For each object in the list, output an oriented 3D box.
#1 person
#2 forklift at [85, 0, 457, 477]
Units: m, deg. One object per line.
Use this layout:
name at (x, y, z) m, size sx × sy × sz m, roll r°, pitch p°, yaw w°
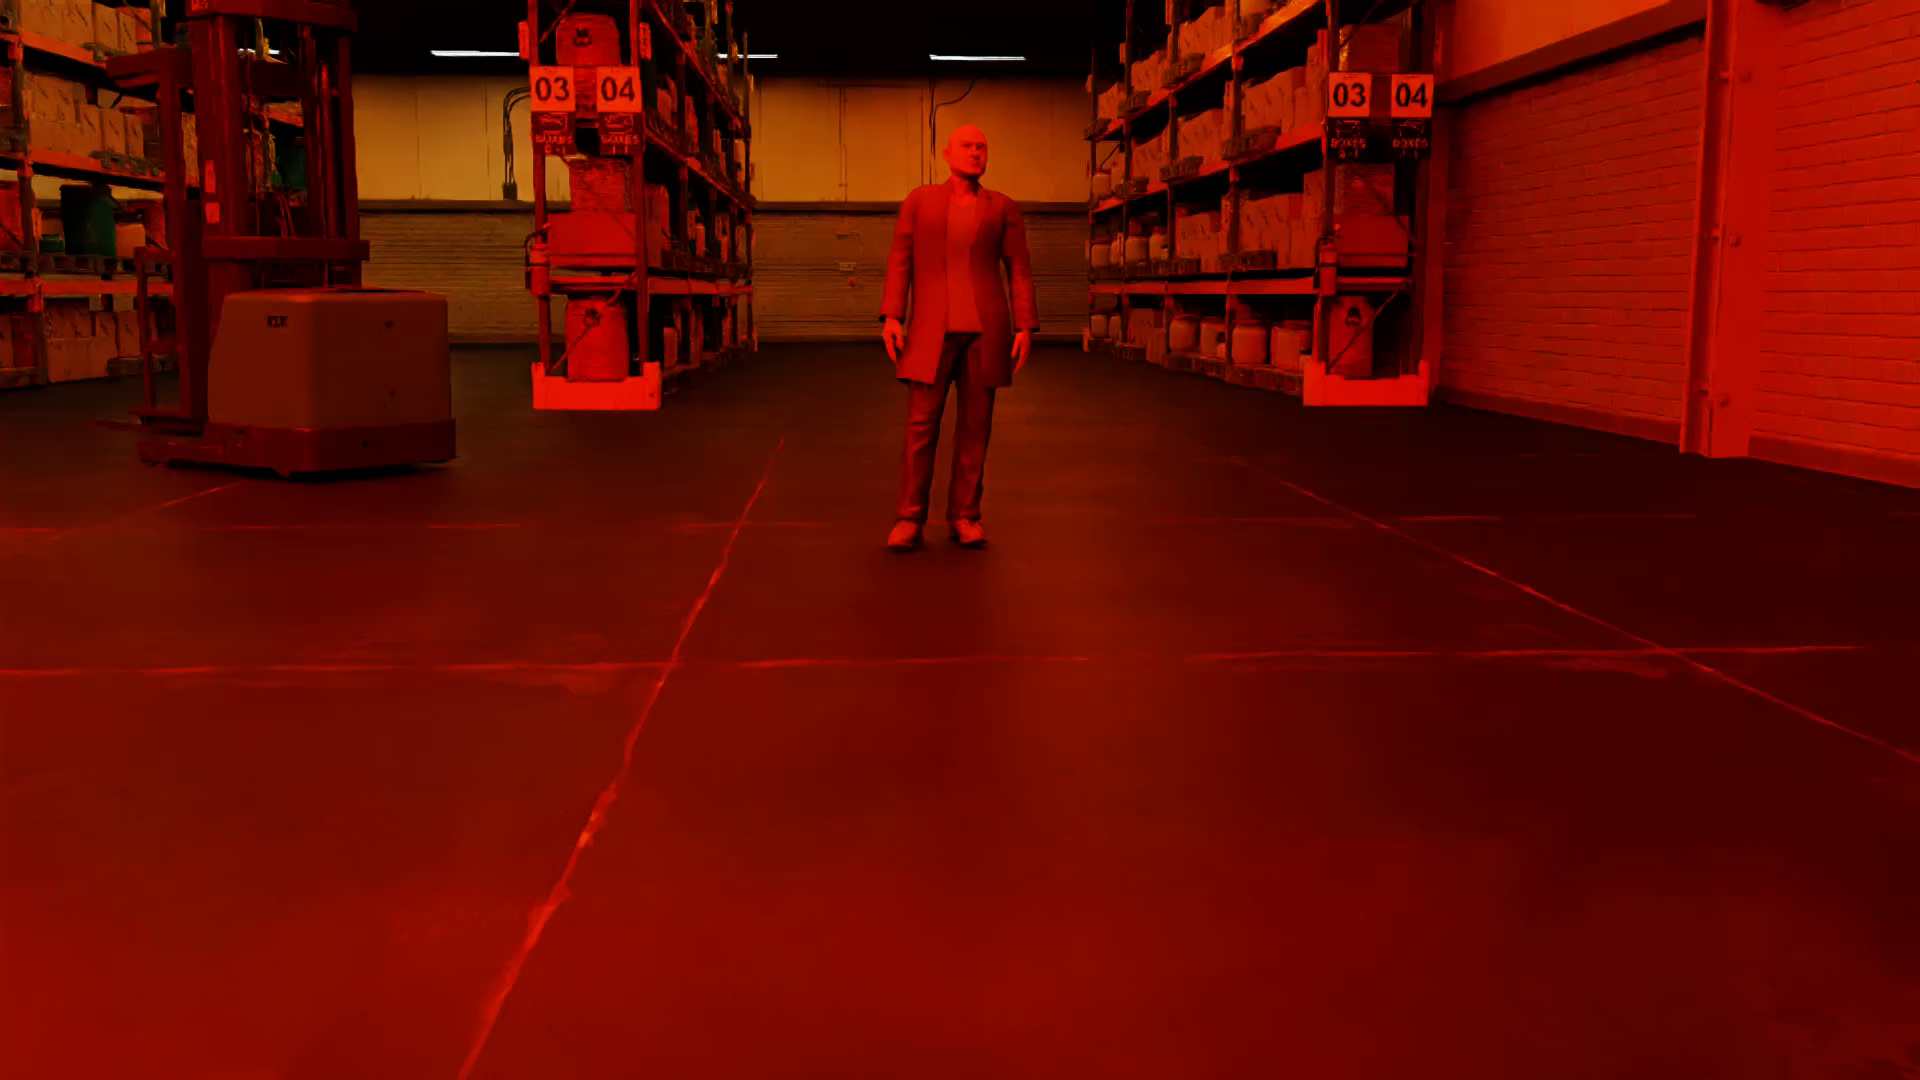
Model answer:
person at (0.001, -0.873, 7.085) m, size 0.694 × 1.776 × 0.575 m, roll -1°, pitch 8°, yaw -4°
forklift at (-4.569, -1.957, 10.511) m, size 3.031 × 2.935 × 1.130 m, roll 6°, pitch 11°, yaw 37°
